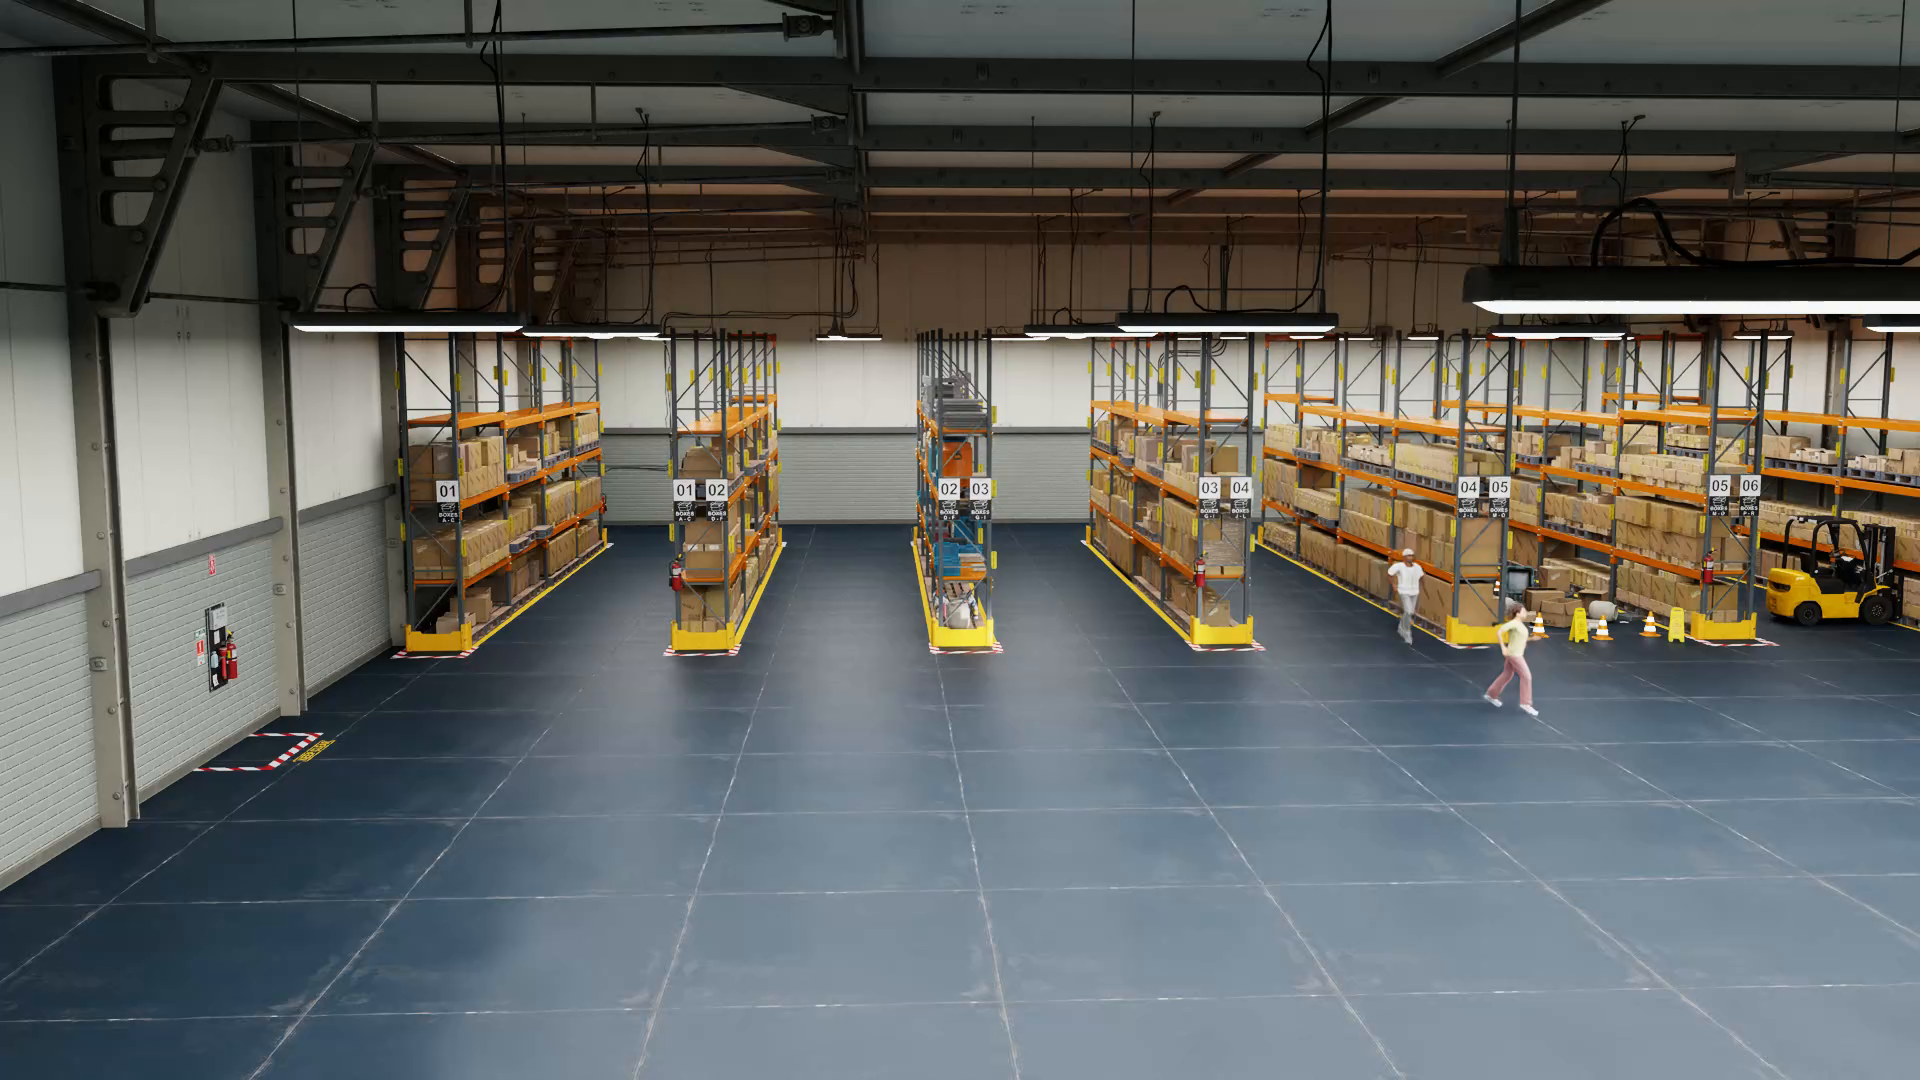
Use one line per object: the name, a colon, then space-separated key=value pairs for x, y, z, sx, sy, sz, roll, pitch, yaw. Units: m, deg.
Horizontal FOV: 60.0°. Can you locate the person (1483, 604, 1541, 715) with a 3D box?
person: x=8.604 y=1.836 z=25.906 sx=0.843 sy=1.715 sz=0.547 roll=3 pitch=7 yaw=26

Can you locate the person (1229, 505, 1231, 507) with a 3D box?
person: x=7.485 y=-0.384 z=45.347 sx=0.597 sy=1.605 sz=0.733 roll=-1 pitch=7 yaw=-8

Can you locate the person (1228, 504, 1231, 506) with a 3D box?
person: x=7.987 y=-0.894 z=48.658 sx=0.983 sy=1.774 sz=0.718 roll=-3 pitch=7 yaw=-23

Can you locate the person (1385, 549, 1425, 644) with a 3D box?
person: x=8.639 y=1.073 z=32.061 sx=0.673 sy=1.827 sz=0.729 roll=-2 pitch=7 yaw=-19
